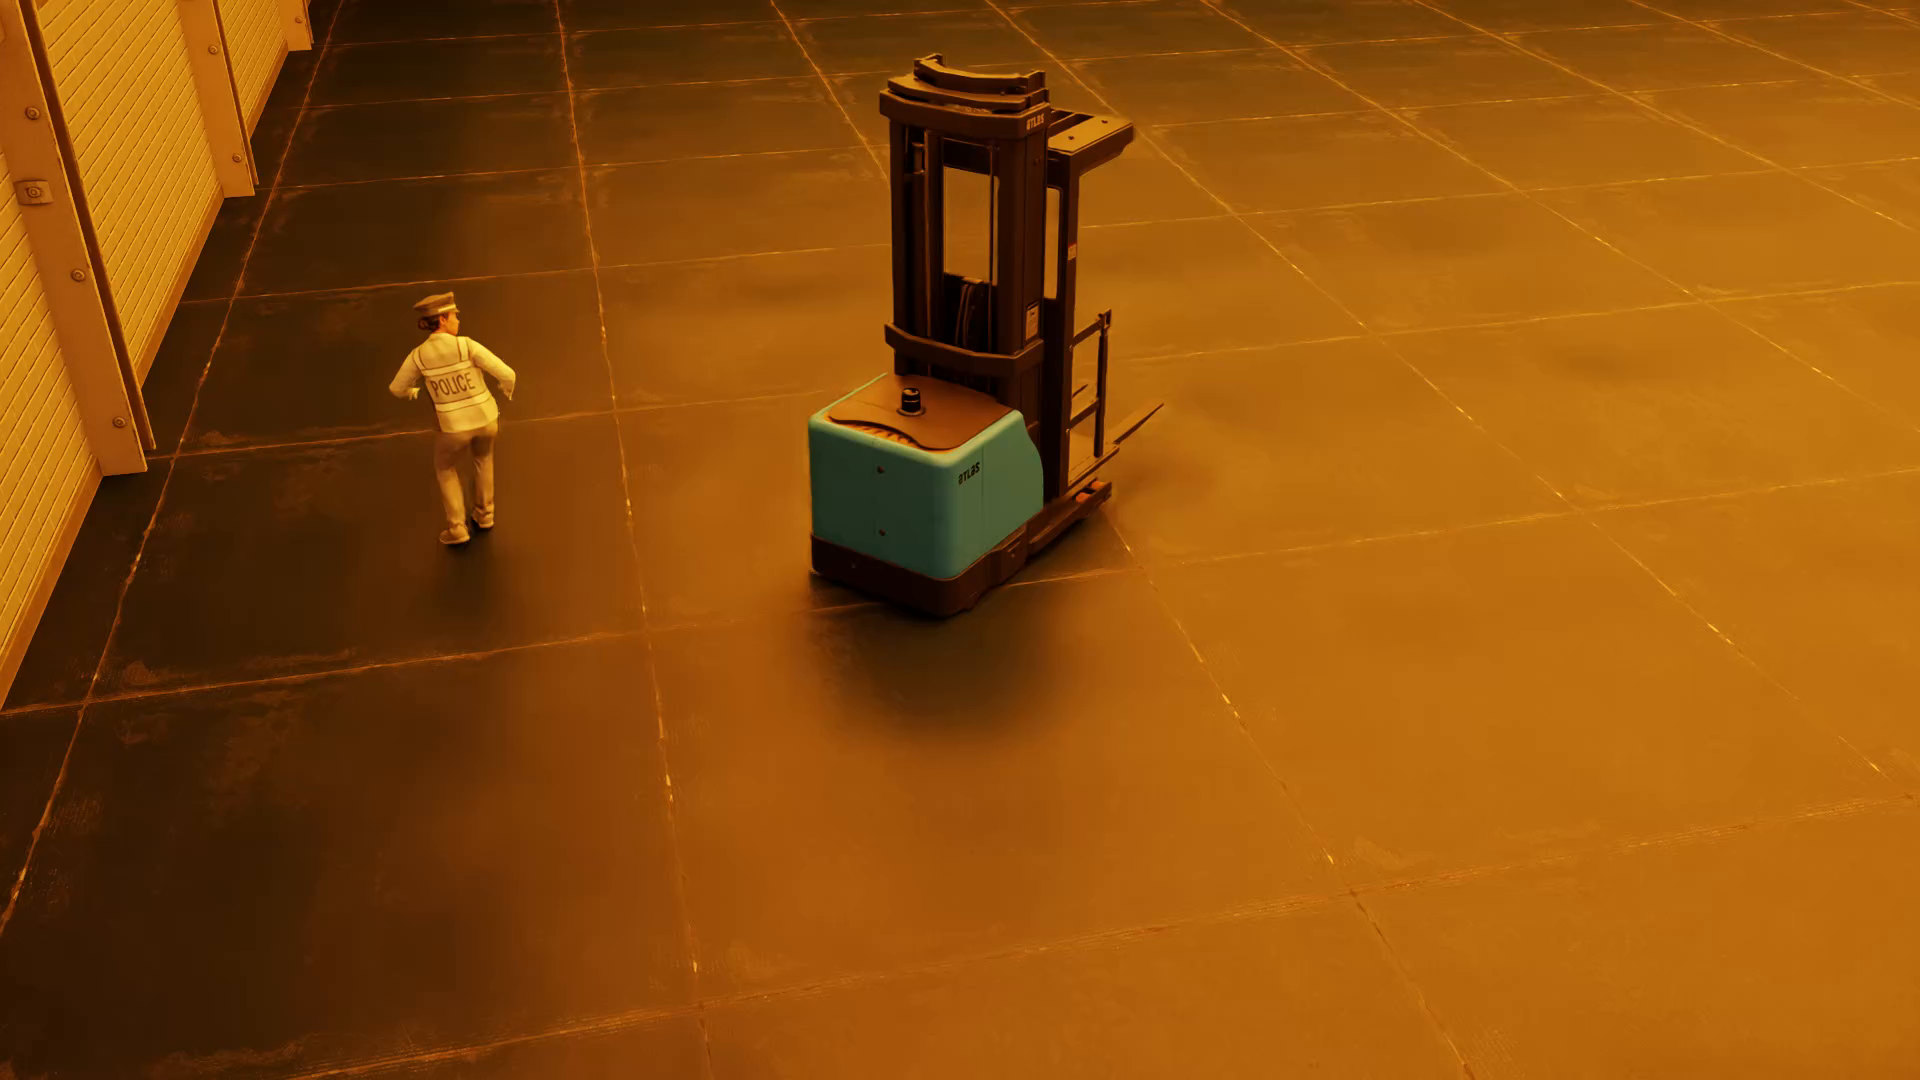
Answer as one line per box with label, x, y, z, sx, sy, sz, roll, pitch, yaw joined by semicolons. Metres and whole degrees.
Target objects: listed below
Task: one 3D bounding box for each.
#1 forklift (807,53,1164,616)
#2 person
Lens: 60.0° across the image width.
forklift;0.333;-1.525;10.209;1.130;2.935;3.031;18;35;29
person;-3.101;-0.769;10.256;0.729;1.613;0.650;-12;32;-19
